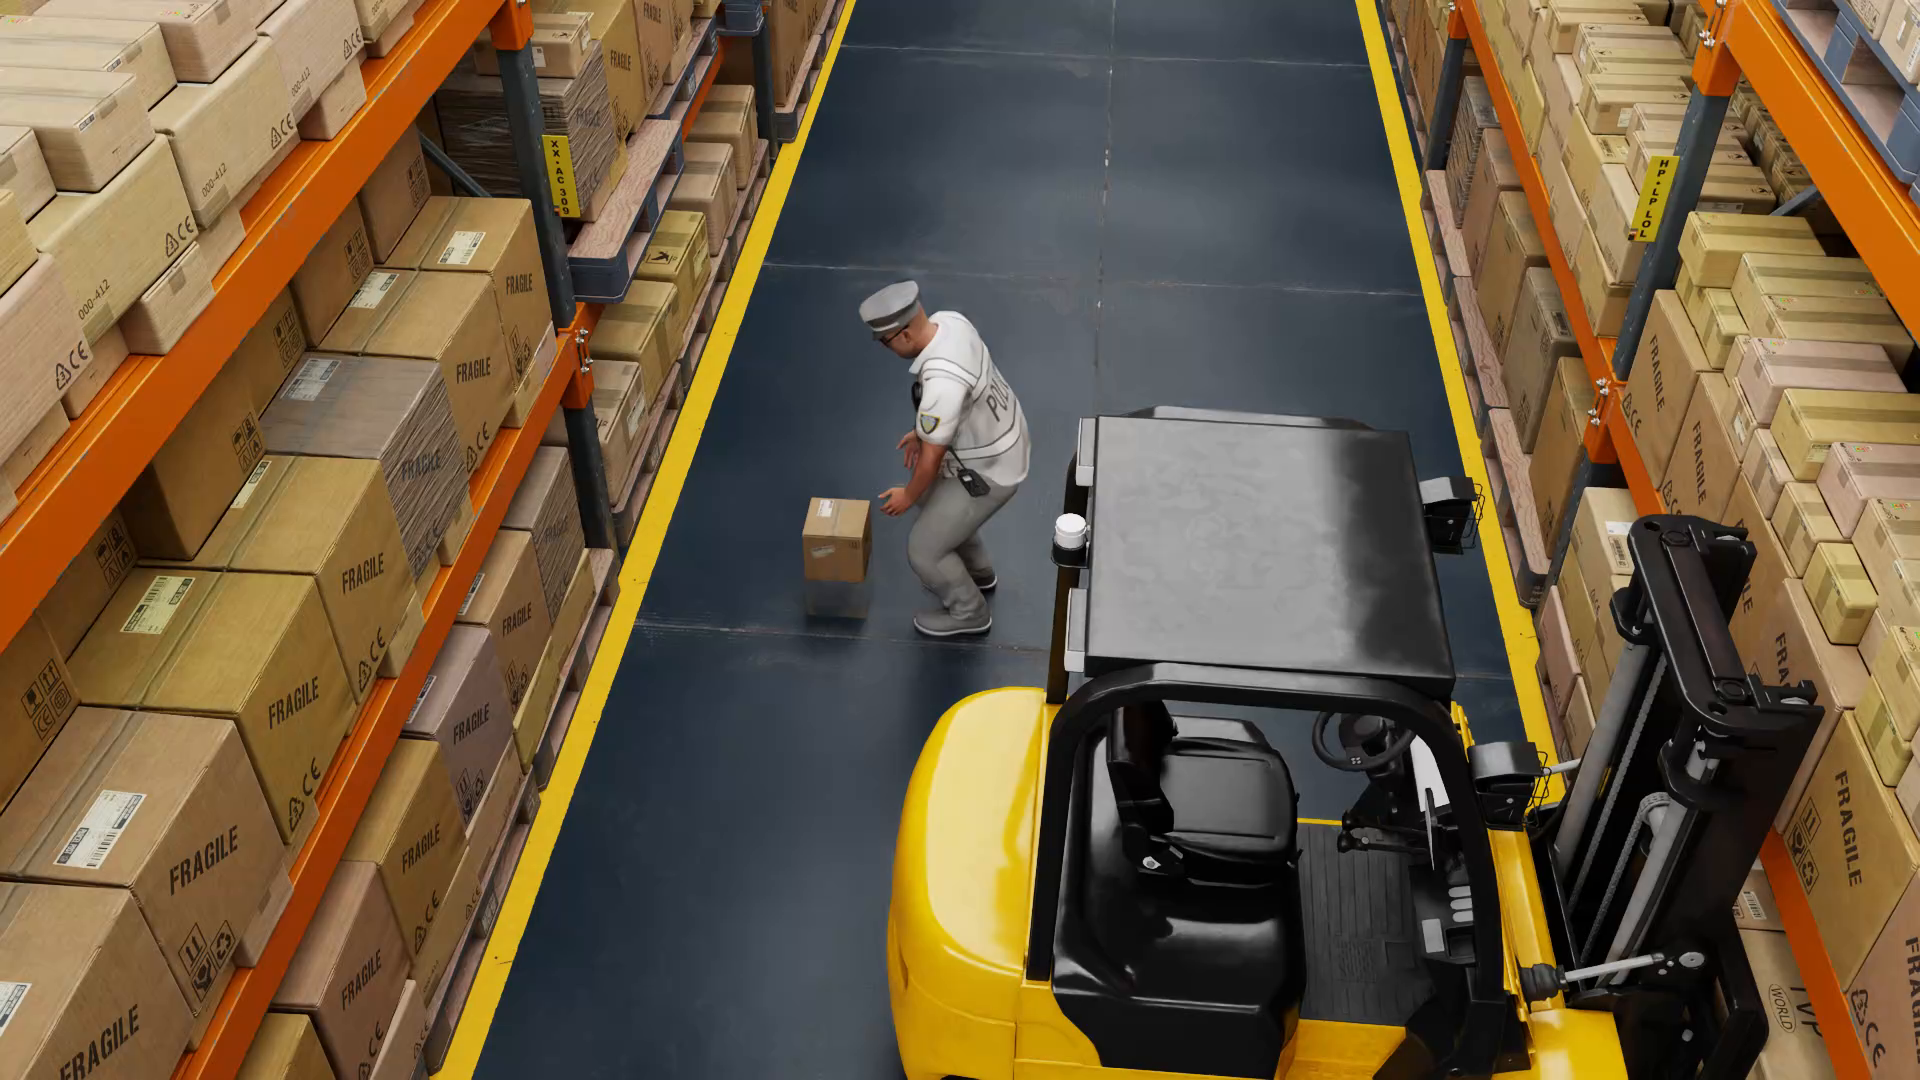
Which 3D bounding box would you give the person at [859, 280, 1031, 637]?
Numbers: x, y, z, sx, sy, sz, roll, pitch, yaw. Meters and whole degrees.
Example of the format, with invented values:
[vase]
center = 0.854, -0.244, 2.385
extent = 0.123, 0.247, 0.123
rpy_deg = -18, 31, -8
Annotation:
[person]
center = -0.051, -0.307, 6.653
extent = 0.657, 1.594, 0.581
rpy_deg = 4, 40, 4
